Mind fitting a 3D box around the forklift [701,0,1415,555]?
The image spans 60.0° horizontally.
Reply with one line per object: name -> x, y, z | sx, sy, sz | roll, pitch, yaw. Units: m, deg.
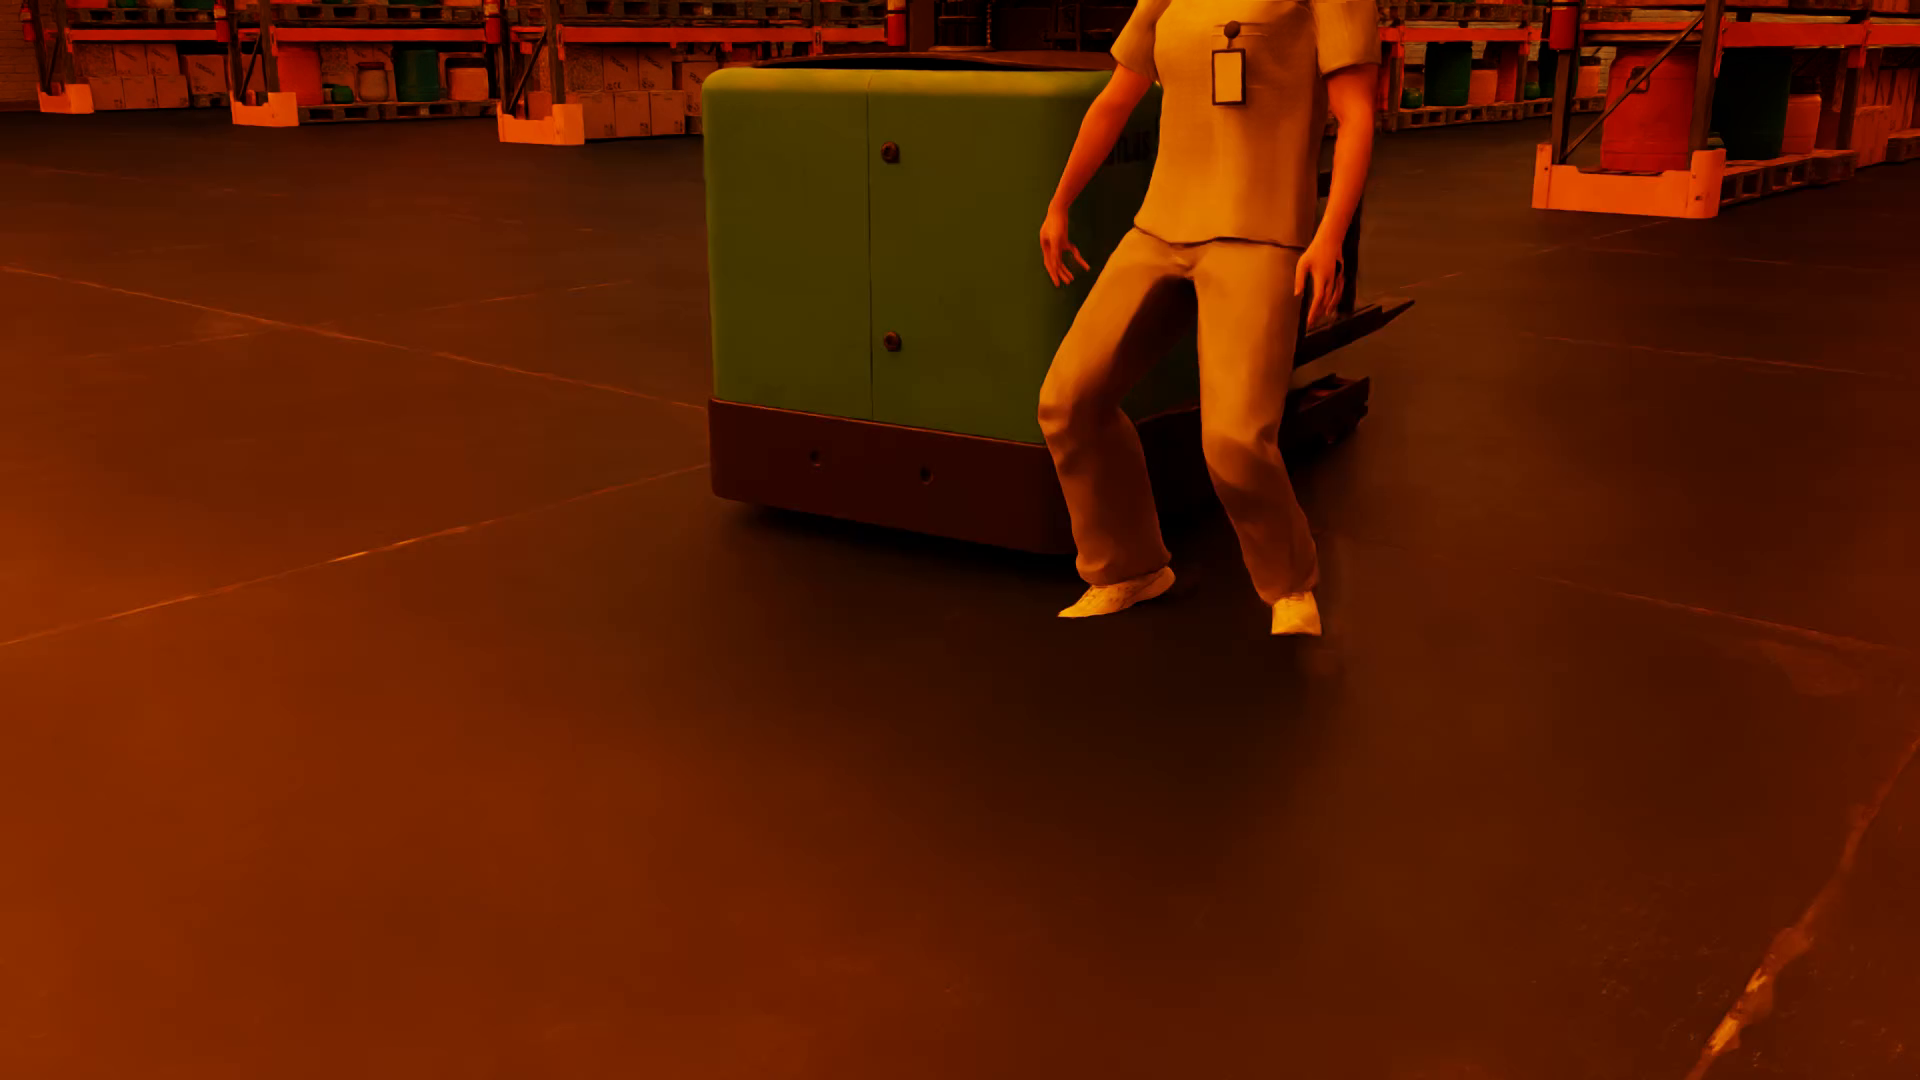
forklift -> 0.584, -1.744, 4.641 | 1.130, 2.935, 3.031 | 10, 20, 30

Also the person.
person -> 0.455, -0.555, 3.128 | 0.441, 1.639, 0.730 | -14, 22, -38
